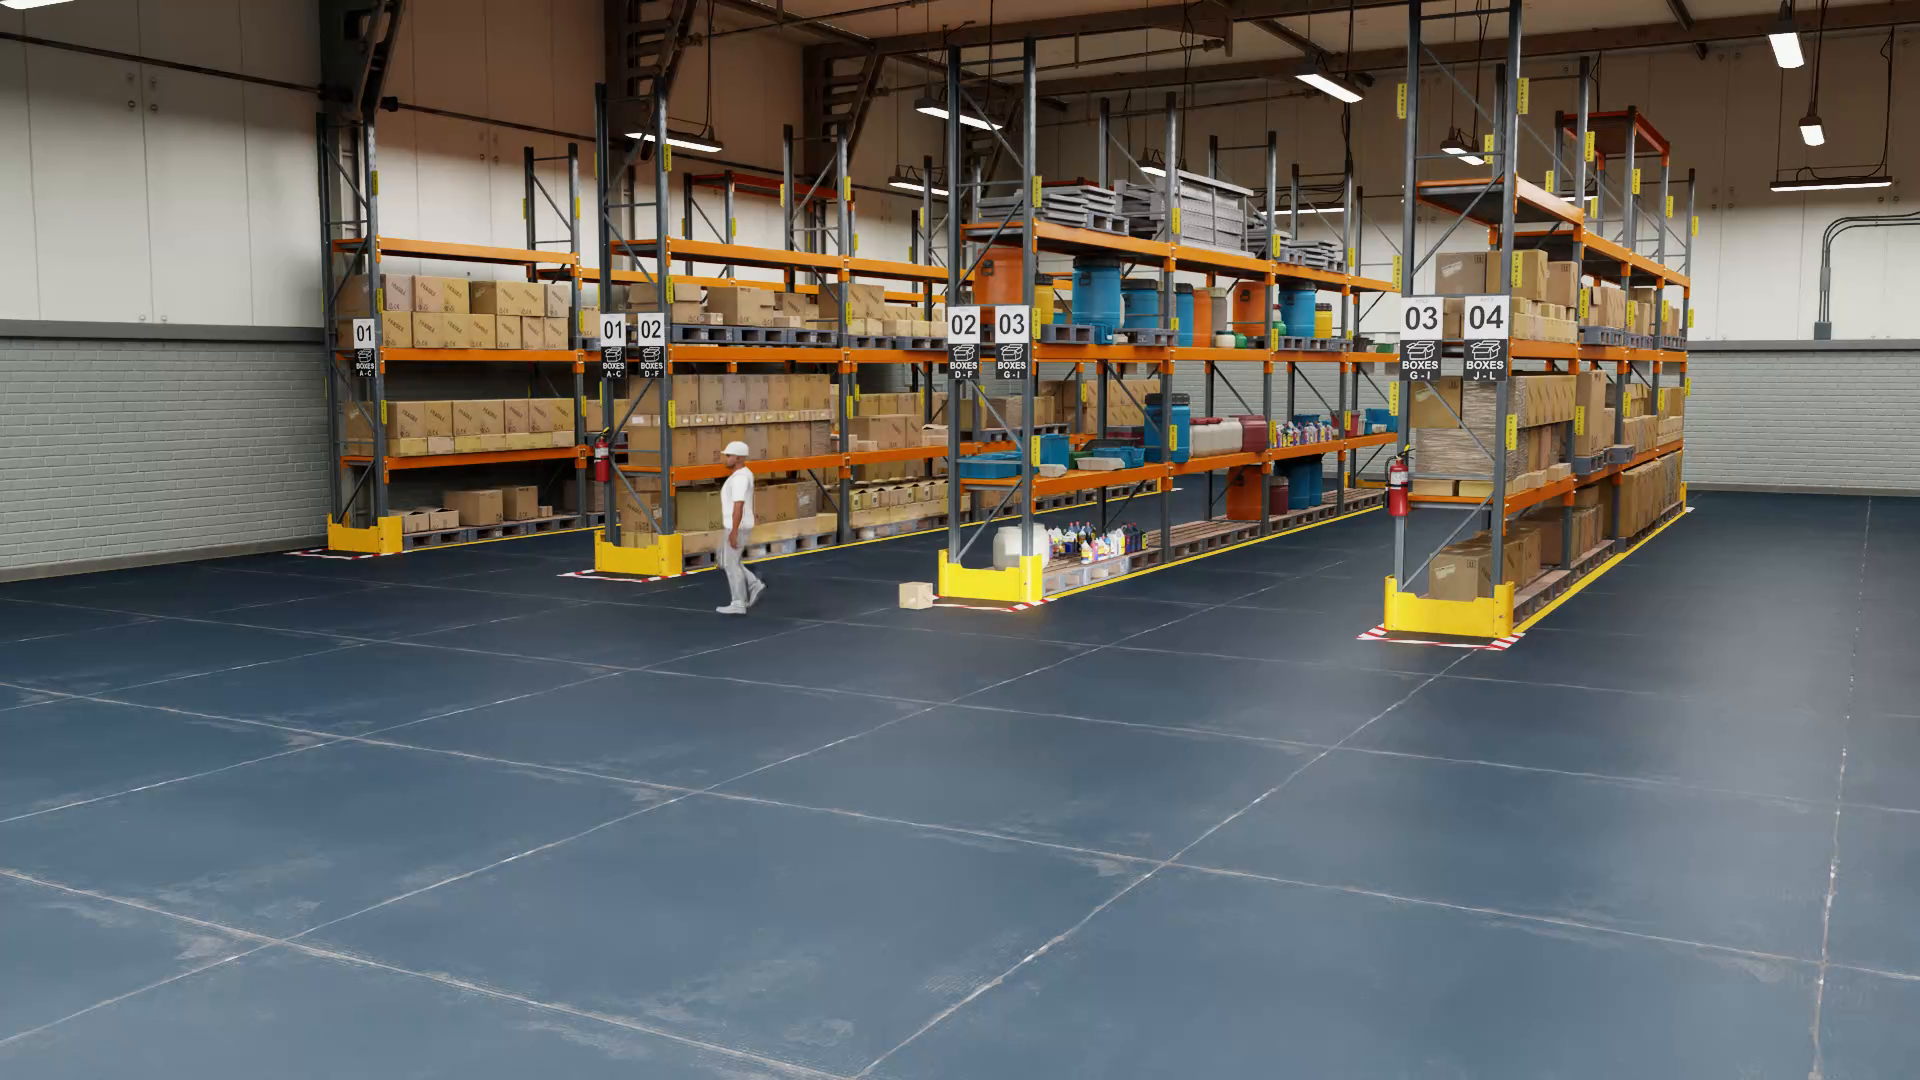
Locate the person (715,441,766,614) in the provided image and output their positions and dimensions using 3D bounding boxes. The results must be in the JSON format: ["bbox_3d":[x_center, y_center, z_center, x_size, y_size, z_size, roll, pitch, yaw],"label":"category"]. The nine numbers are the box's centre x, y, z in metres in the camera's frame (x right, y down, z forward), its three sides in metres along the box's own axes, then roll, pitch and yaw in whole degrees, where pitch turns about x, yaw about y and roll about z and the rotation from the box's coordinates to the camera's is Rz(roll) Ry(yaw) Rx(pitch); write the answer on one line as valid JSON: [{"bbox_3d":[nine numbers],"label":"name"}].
[{"bbox_3d":[-2.253,-0.127,16.990,0.511,1.759,0.634,0,6,-5],"label":"person"}]
